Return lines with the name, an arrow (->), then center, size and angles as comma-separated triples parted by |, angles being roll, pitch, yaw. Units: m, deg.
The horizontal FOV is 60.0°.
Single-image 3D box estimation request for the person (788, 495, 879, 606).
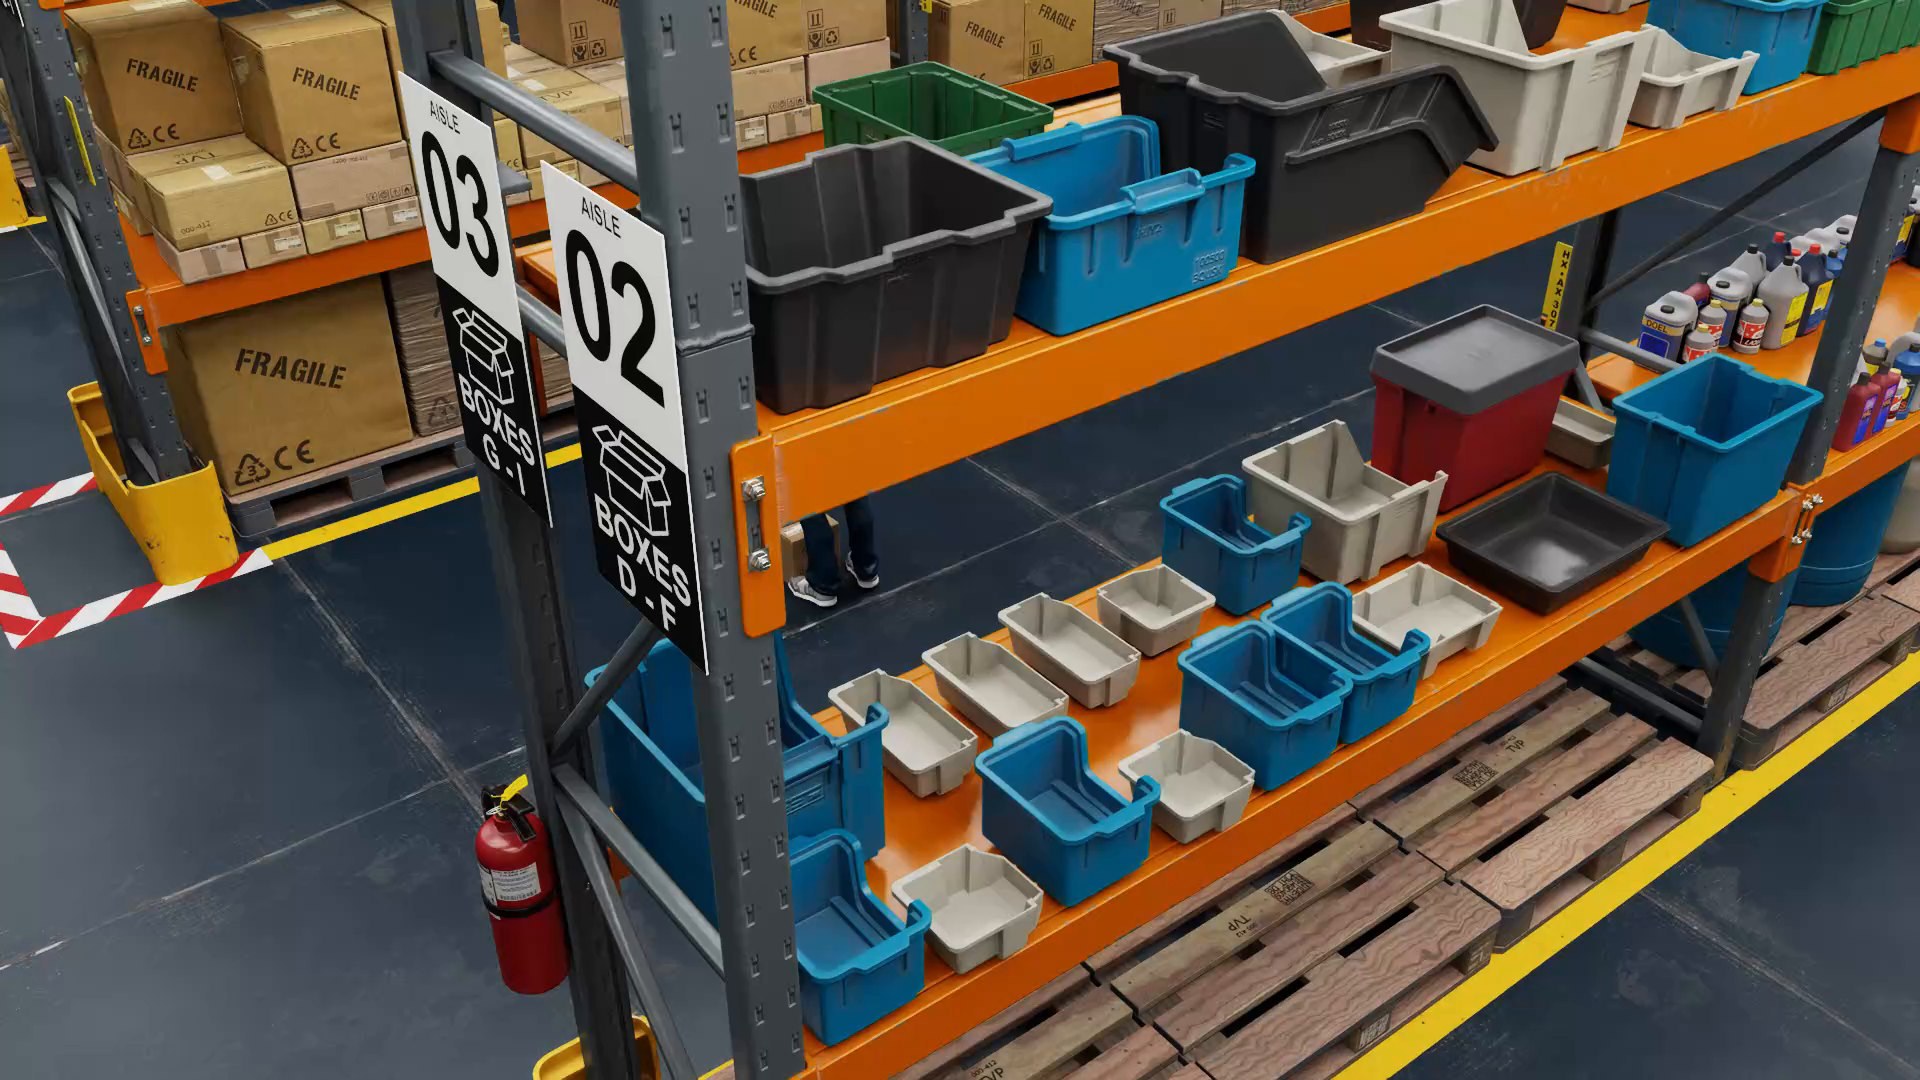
person -> -0.546, -0.446, 6.845 | 0.461, 1.592, 0.343 | -22, 39, -31
